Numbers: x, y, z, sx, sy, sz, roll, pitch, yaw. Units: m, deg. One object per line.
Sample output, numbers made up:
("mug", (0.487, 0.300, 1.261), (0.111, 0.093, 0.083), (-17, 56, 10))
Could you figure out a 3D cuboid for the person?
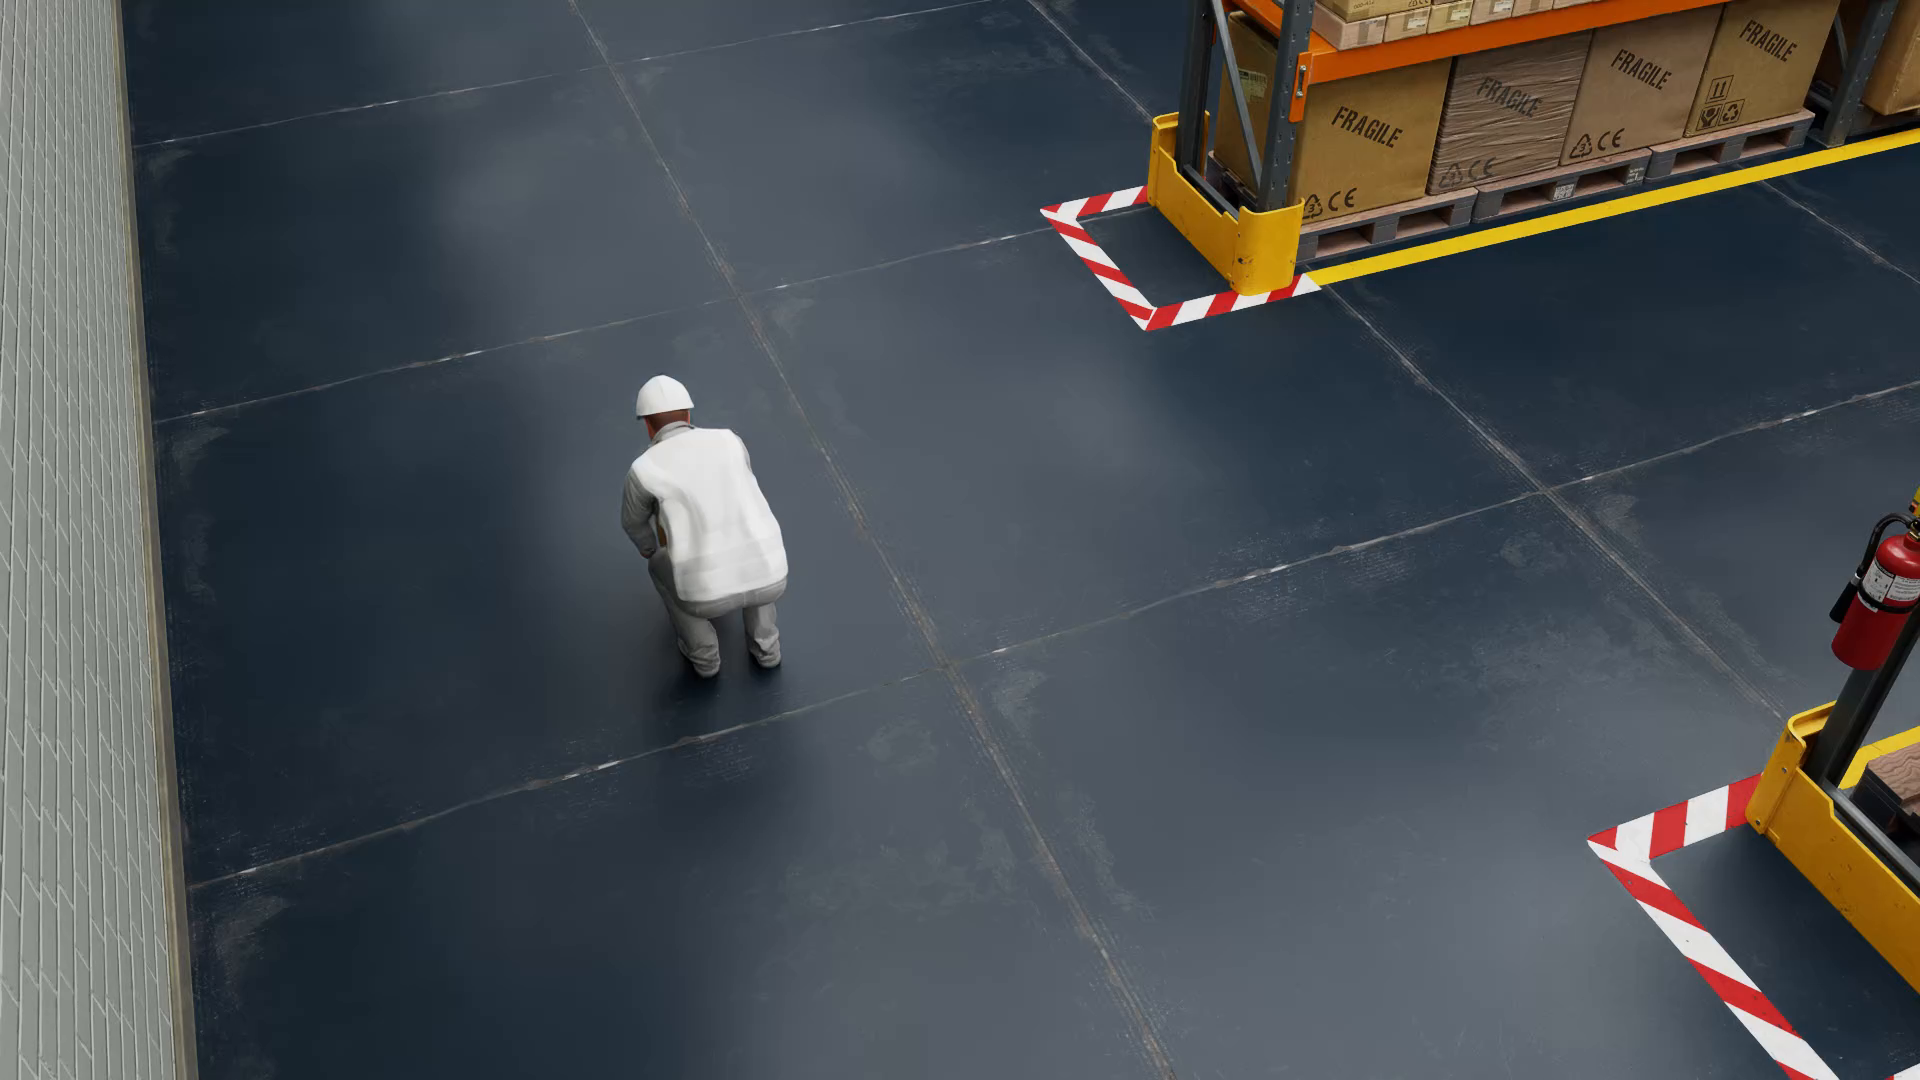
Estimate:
("person", (-1.027, -0.002, 6.616), (0.560, 1.147, 0.861), (-15, 44, -17))
